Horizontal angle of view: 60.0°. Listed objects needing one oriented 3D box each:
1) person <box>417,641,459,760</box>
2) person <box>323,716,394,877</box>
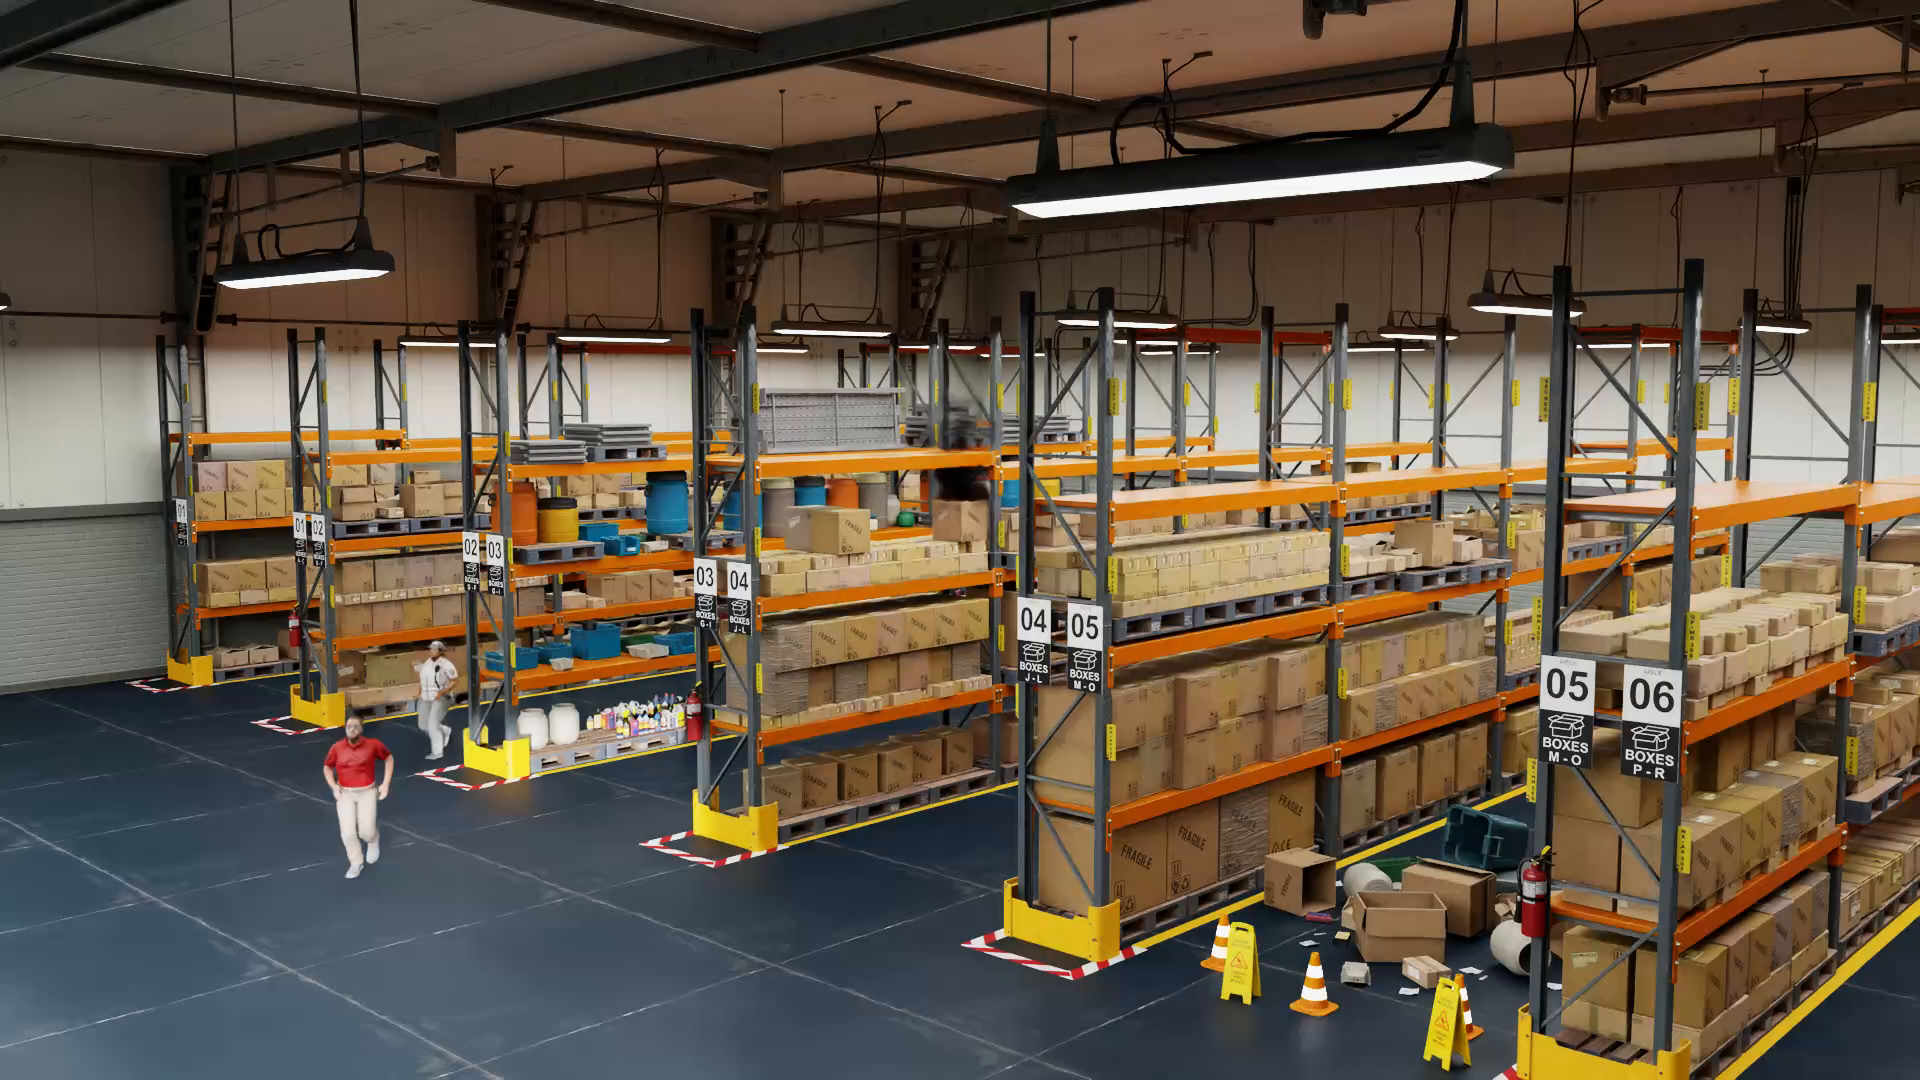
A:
[{"bbox_3d":[-7.216,2.196,23.043,0.608,1.617,0.609,3,6,26],"label":"person"},{"bbox_3d":[-6.359,2.689,17.519,0.652,1.685,0.620,-1,5,-12],"label":"person"}]
